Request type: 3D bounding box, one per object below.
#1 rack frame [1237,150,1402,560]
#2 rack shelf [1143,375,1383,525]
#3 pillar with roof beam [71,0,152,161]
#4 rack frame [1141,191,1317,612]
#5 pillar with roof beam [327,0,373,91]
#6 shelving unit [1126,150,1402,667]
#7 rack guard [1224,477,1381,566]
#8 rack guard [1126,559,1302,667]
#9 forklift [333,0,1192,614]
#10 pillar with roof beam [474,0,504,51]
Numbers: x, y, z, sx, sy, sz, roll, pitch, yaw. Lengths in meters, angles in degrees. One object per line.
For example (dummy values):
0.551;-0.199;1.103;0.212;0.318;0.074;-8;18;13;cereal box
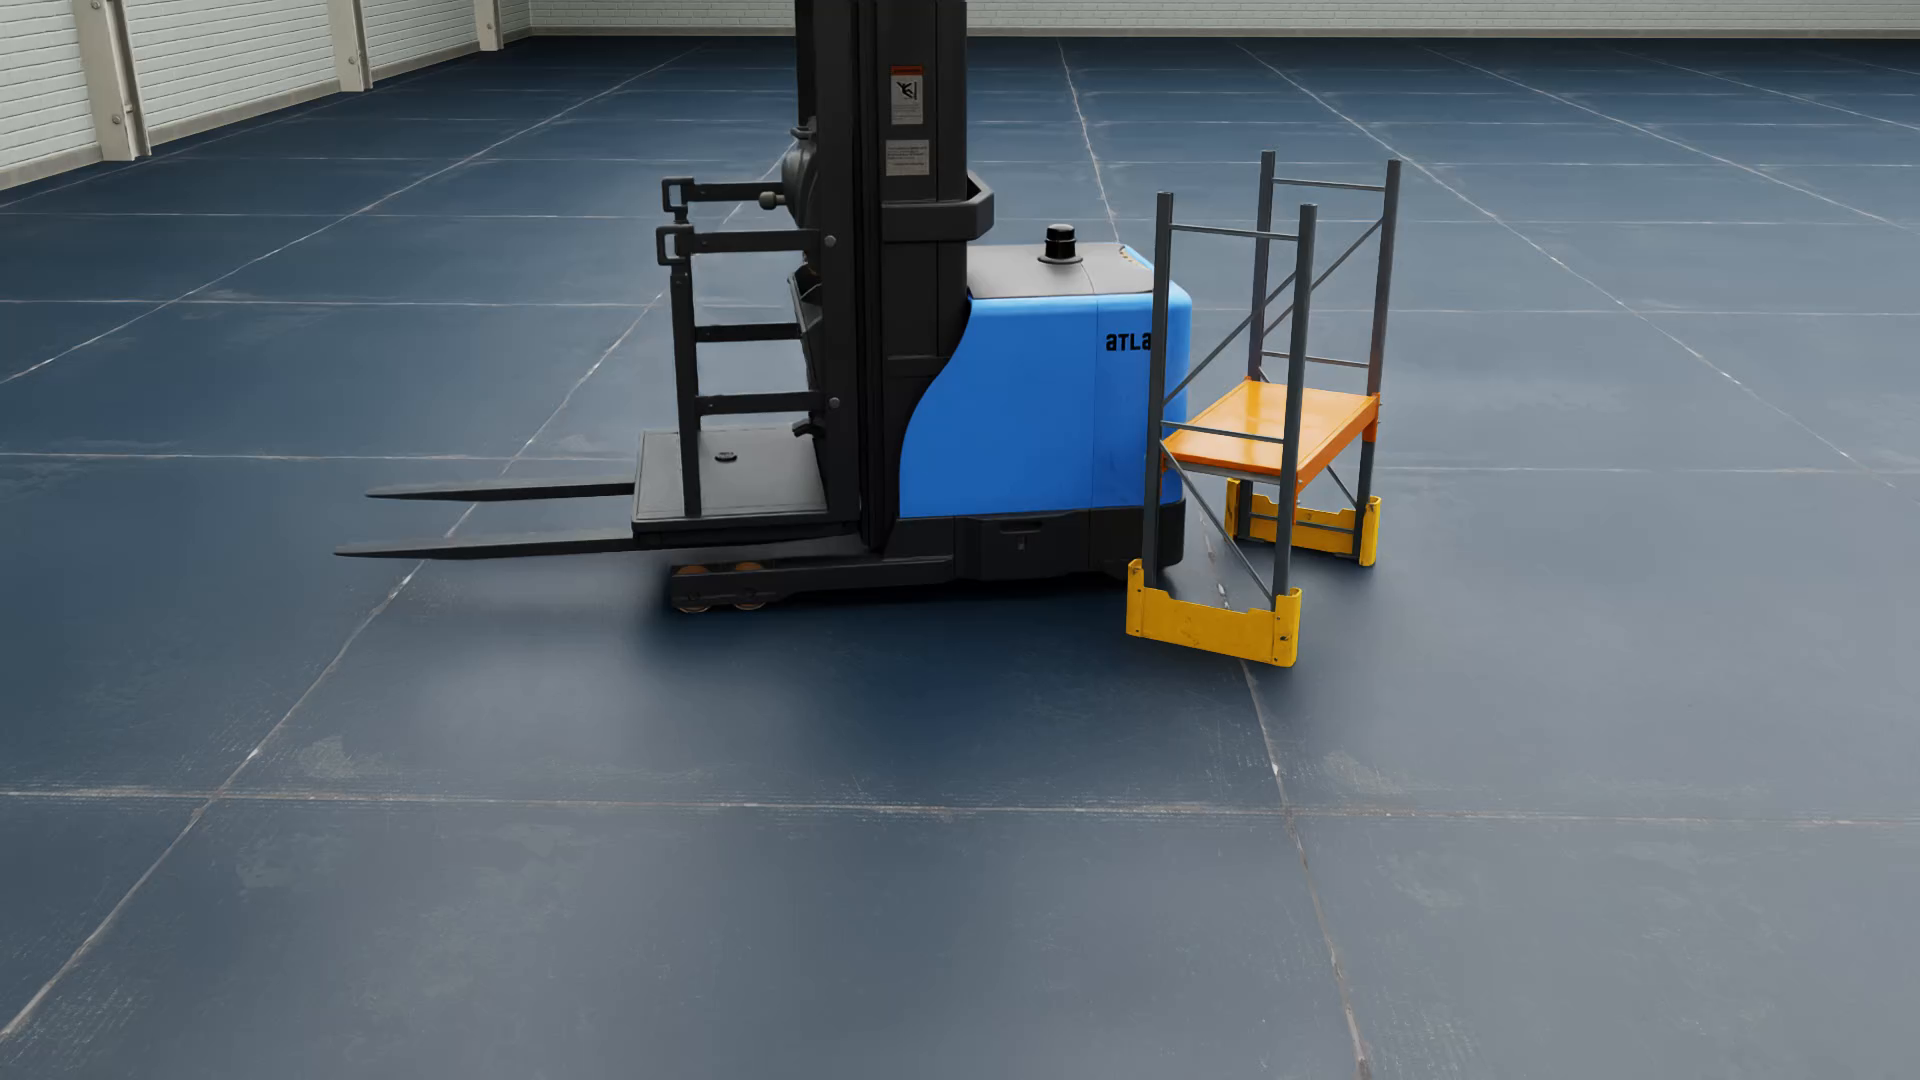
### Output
1.317;-0.667;6.174;0.500;1.500;0.032;11;24;26;rack frame
1.079;-0.337;5.820;0.538;0.185;1.000;11;24;26;rack shelf
-3.736;-7.835;14.282;9.100;9.000;0.400;1;21;2;pillar with roof beam
0.840;-0.342;5.337;0.500;1.500;0.032;11;24;26;rack frame
-3.553;-10.005;19.873;9.100;9.000;0.400;1;21;2;pillar with roof beam
1.074;-0.501;5.748;0.587;1.500;1.083;11;24;26;shelving unit
1.308;-0.078;6.384;0.587;0.250;0.087;11;24;26;rack guard
0.841;0.240;5.564;0.587;0.250;0.087;11;24;26;rack guard
-0.736;-1.312;5.858;3.031;2.935;1.130;-3;21;-8;forklift
-3.371;-12.174;25.464;9.100;9.000;0.400;1;21;2;pillar with roof beam
